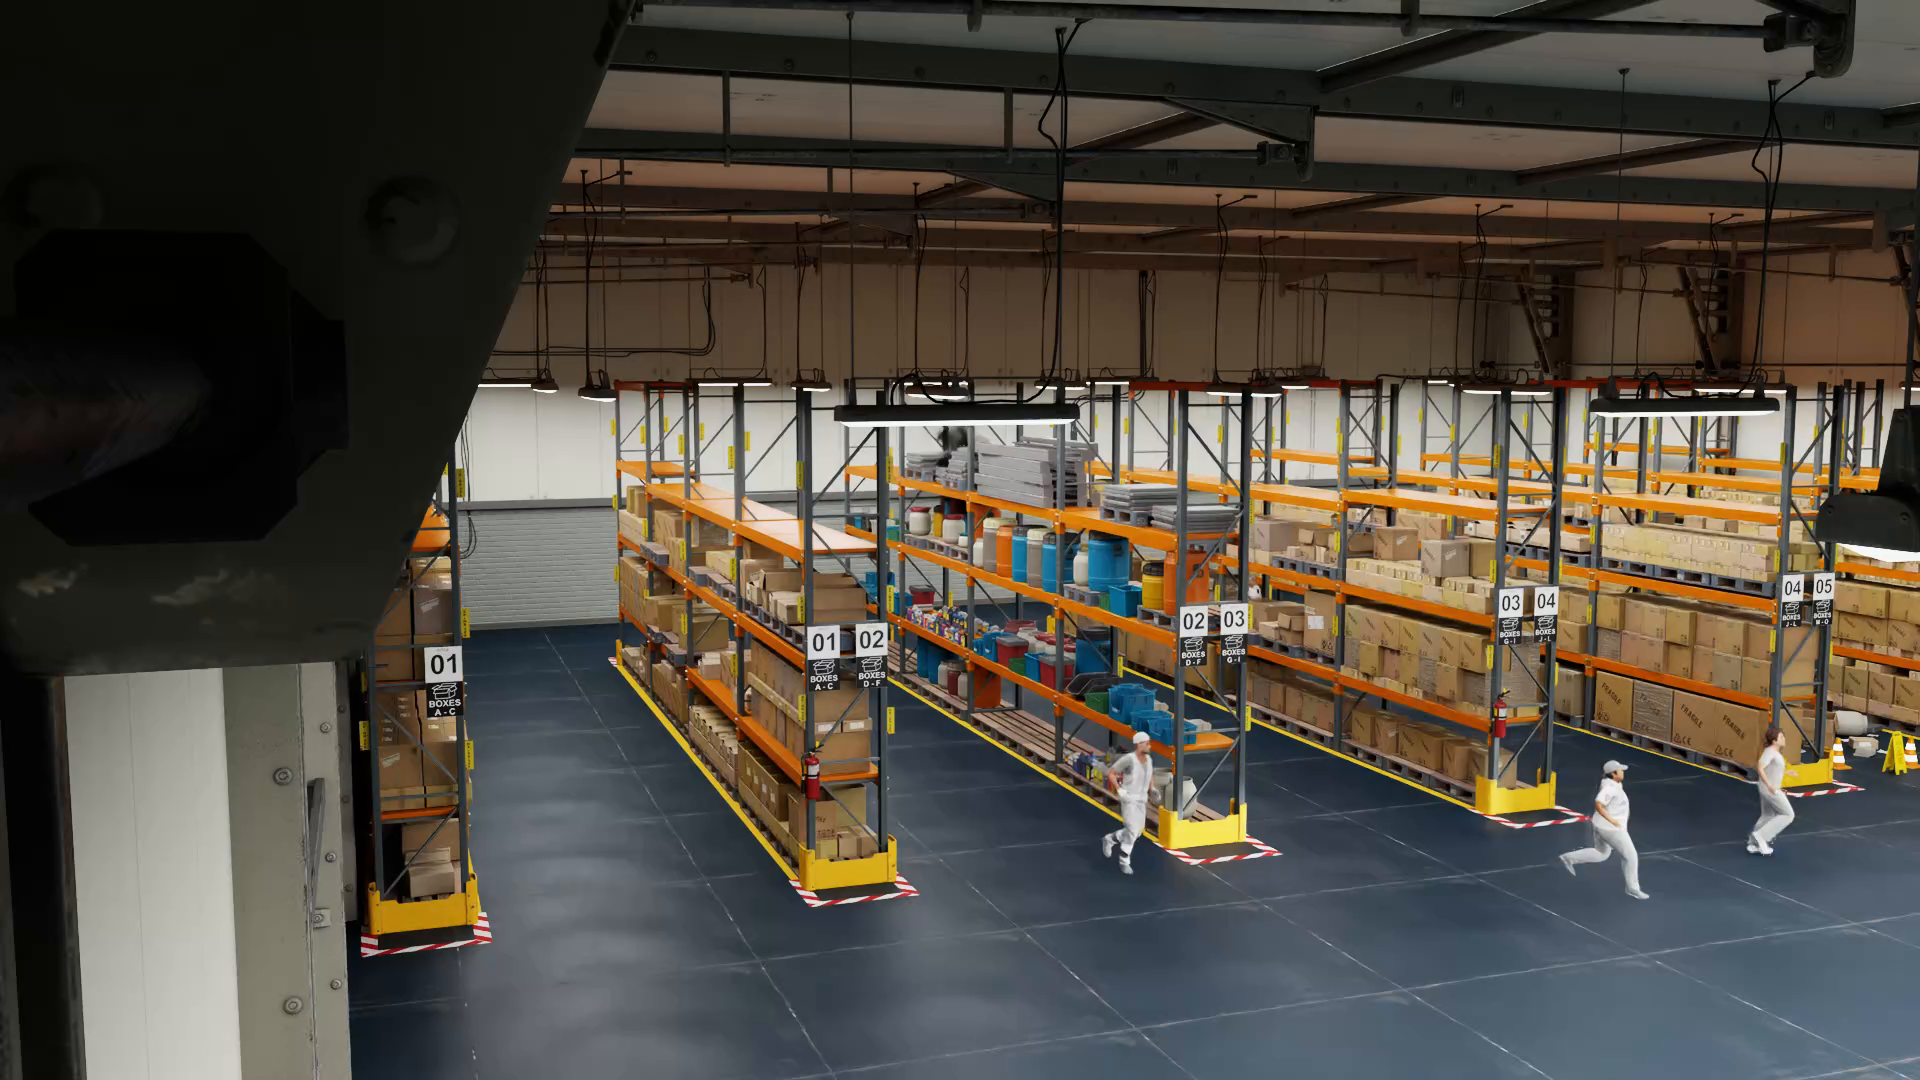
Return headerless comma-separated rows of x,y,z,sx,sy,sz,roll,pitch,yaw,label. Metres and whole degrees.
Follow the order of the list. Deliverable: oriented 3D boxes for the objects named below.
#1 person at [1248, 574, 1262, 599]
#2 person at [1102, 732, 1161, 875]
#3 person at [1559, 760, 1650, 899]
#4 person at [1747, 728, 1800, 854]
6.533,1.580,37.221,0.627,1.669,0.588,-1,6,-11,person
2.172,3.277,21.054,0.720,1.722,0.665,-5,8,-40,person
7.722,3.453,19.856,1.024,1.651,0.583,1,6,7,person
10.525,3.362,21.496,0.592,1.393,0.548,2,6,19,person
